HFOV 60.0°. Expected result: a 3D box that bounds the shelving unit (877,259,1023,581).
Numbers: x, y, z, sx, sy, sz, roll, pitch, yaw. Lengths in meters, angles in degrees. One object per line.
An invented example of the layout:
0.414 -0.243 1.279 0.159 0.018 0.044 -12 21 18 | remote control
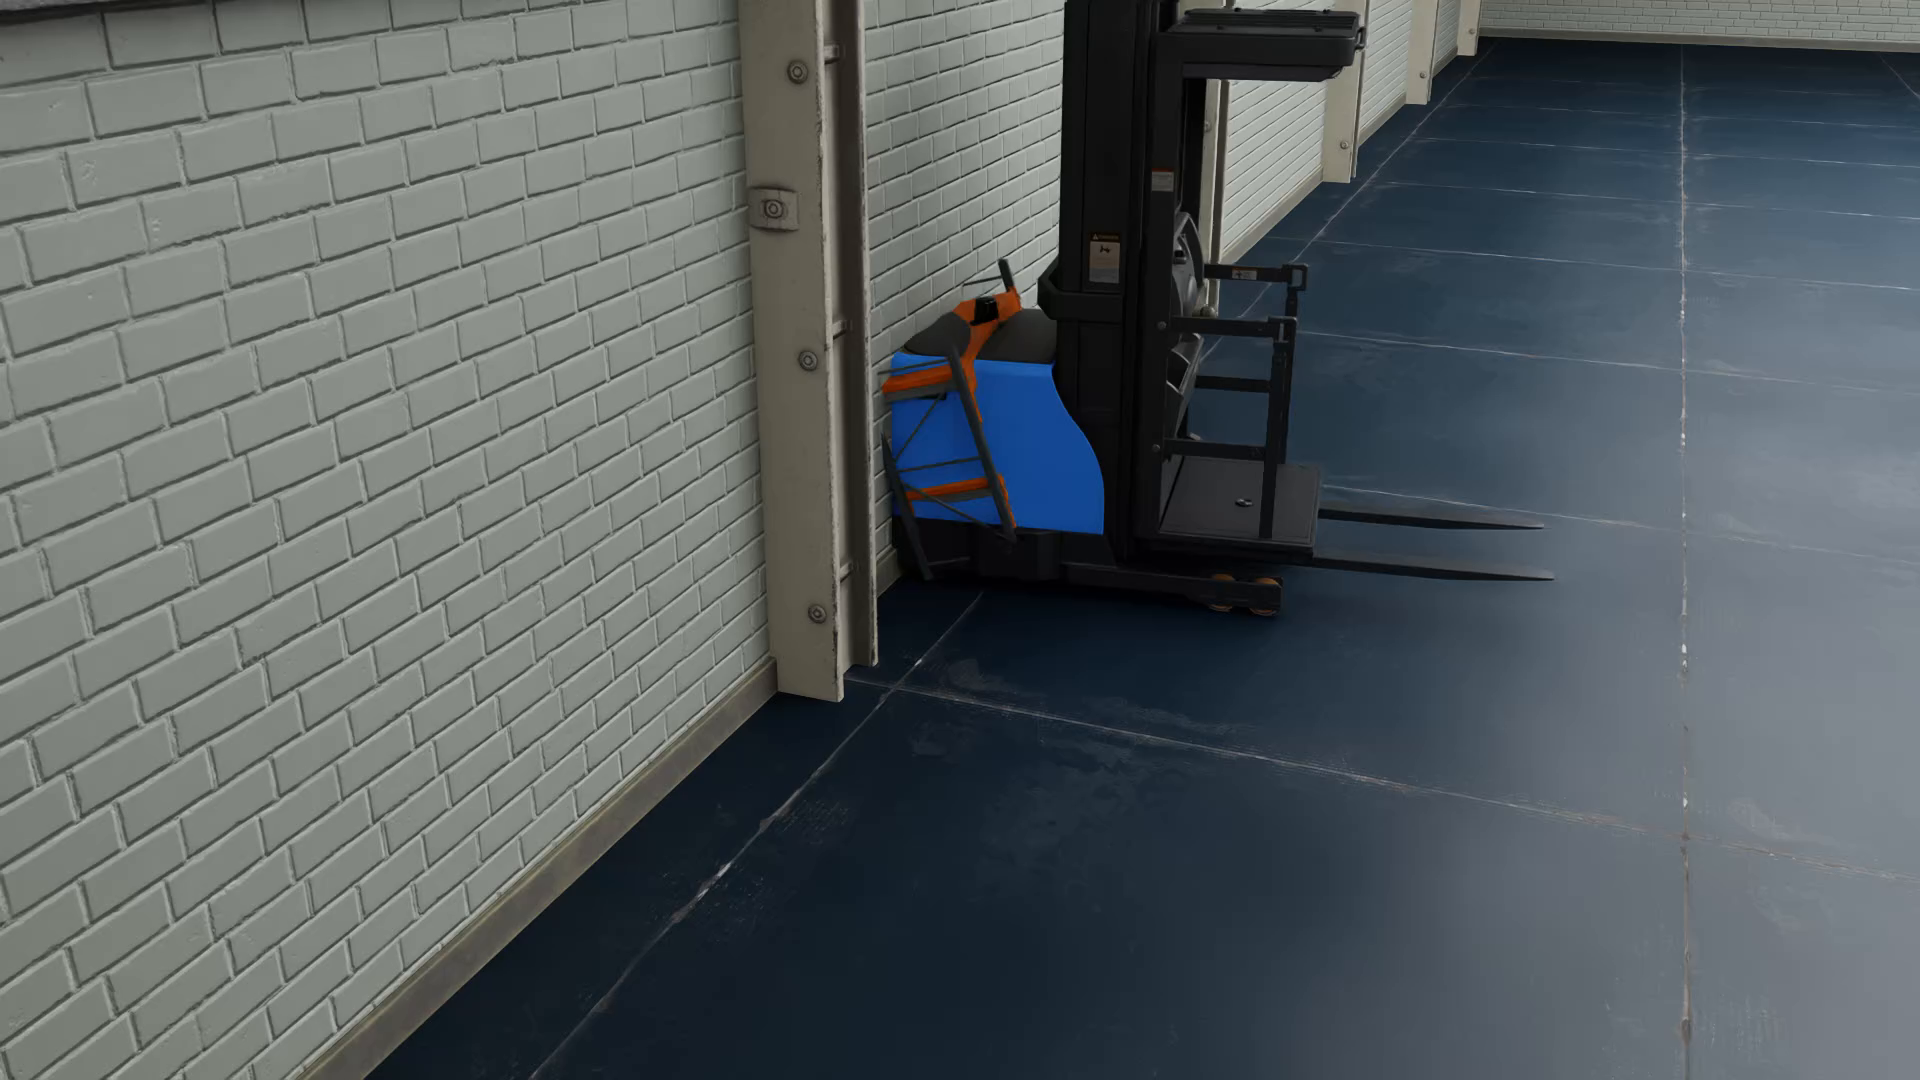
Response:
0.031 -0.583 7.904 0.538 1.125 1.048 -9 26 21 | shelving unit

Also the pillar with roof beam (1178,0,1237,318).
5.666 -5.122 8.838 9.100 9.000 0.400 9 24 20 | pillar with roof beam

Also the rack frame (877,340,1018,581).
-0.096 -0.336 7.478 0.500 1.125 0.032 -9 26 21 | rack frame

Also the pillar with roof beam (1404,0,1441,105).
10.124 -9.417 19.119 9.100 9.000 0.400 9 24 20 | pillar with roof beam

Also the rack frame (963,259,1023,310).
0.158 -0.830 8.330 0.500 1.125 0.032 -9 26 21 | rack frame

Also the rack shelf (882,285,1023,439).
-0.054 -0.835 7.783 0.538 0.278 1.000 -9 26 21 | rack shelf

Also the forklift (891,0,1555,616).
1.207 -1.240 7.416 3.031 2.935 1.130 5 23 13 | forklift

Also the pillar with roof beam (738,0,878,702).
3.438 -2.975 3.698 9.100 9.000 0.400 9 24 20 | pillar with roof beam

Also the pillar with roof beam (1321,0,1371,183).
7.895 -7.270 13.978 9.100 9.000 0.400 9 24 20 | pillar with roof beam

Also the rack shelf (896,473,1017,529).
0.103 -0.372 8.005 0.538 0.278 1.000 -9 26 21 | rack shelf

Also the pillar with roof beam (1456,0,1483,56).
12.353 -11.564 24.259 9.100 9.000 0.400 9 24 20 | pillar with roof beam
